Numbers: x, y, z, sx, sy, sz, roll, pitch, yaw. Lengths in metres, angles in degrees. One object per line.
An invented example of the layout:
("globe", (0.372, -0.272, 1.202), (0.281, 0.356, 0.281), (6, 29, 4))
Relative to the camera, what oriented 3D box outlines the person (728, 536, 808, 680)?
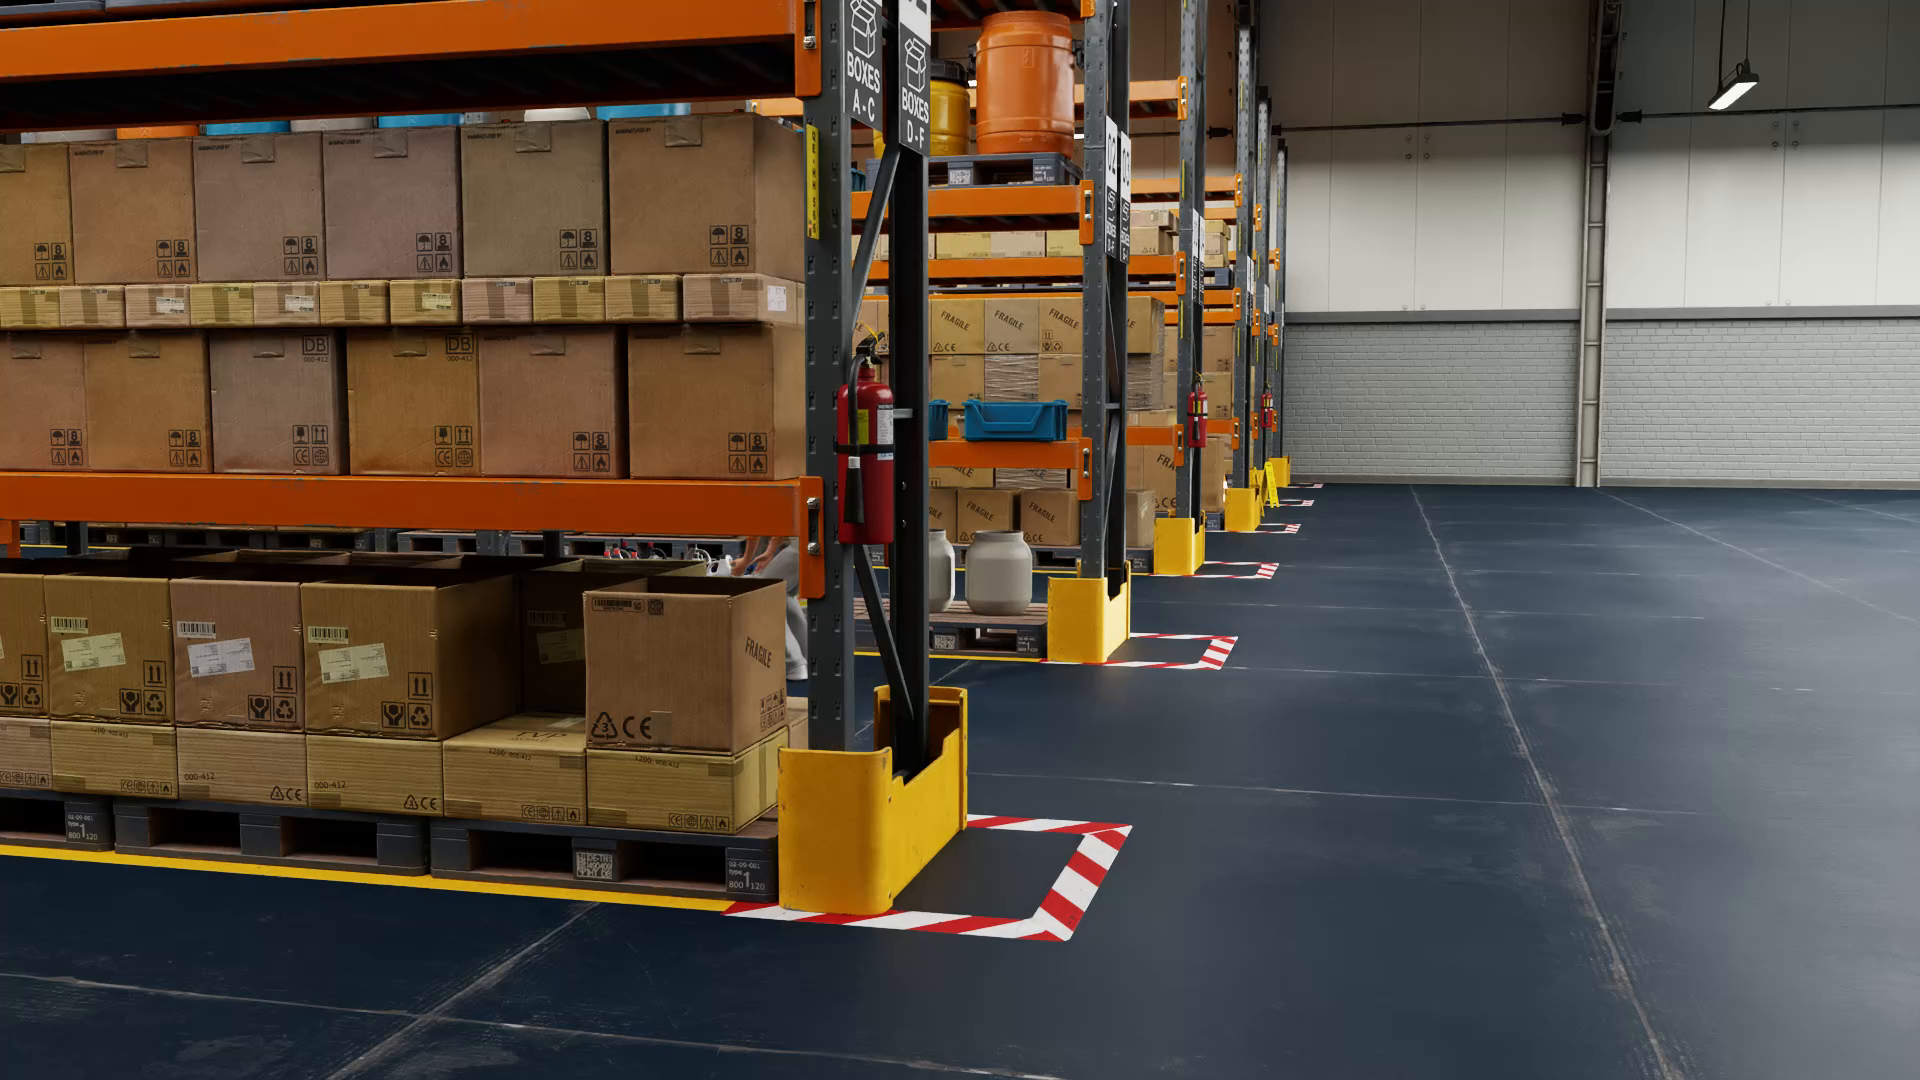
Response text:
("person", (-0.993, 0.069, 9.259), (0.616, 1.418, 0.490), (1, 5, 14))
